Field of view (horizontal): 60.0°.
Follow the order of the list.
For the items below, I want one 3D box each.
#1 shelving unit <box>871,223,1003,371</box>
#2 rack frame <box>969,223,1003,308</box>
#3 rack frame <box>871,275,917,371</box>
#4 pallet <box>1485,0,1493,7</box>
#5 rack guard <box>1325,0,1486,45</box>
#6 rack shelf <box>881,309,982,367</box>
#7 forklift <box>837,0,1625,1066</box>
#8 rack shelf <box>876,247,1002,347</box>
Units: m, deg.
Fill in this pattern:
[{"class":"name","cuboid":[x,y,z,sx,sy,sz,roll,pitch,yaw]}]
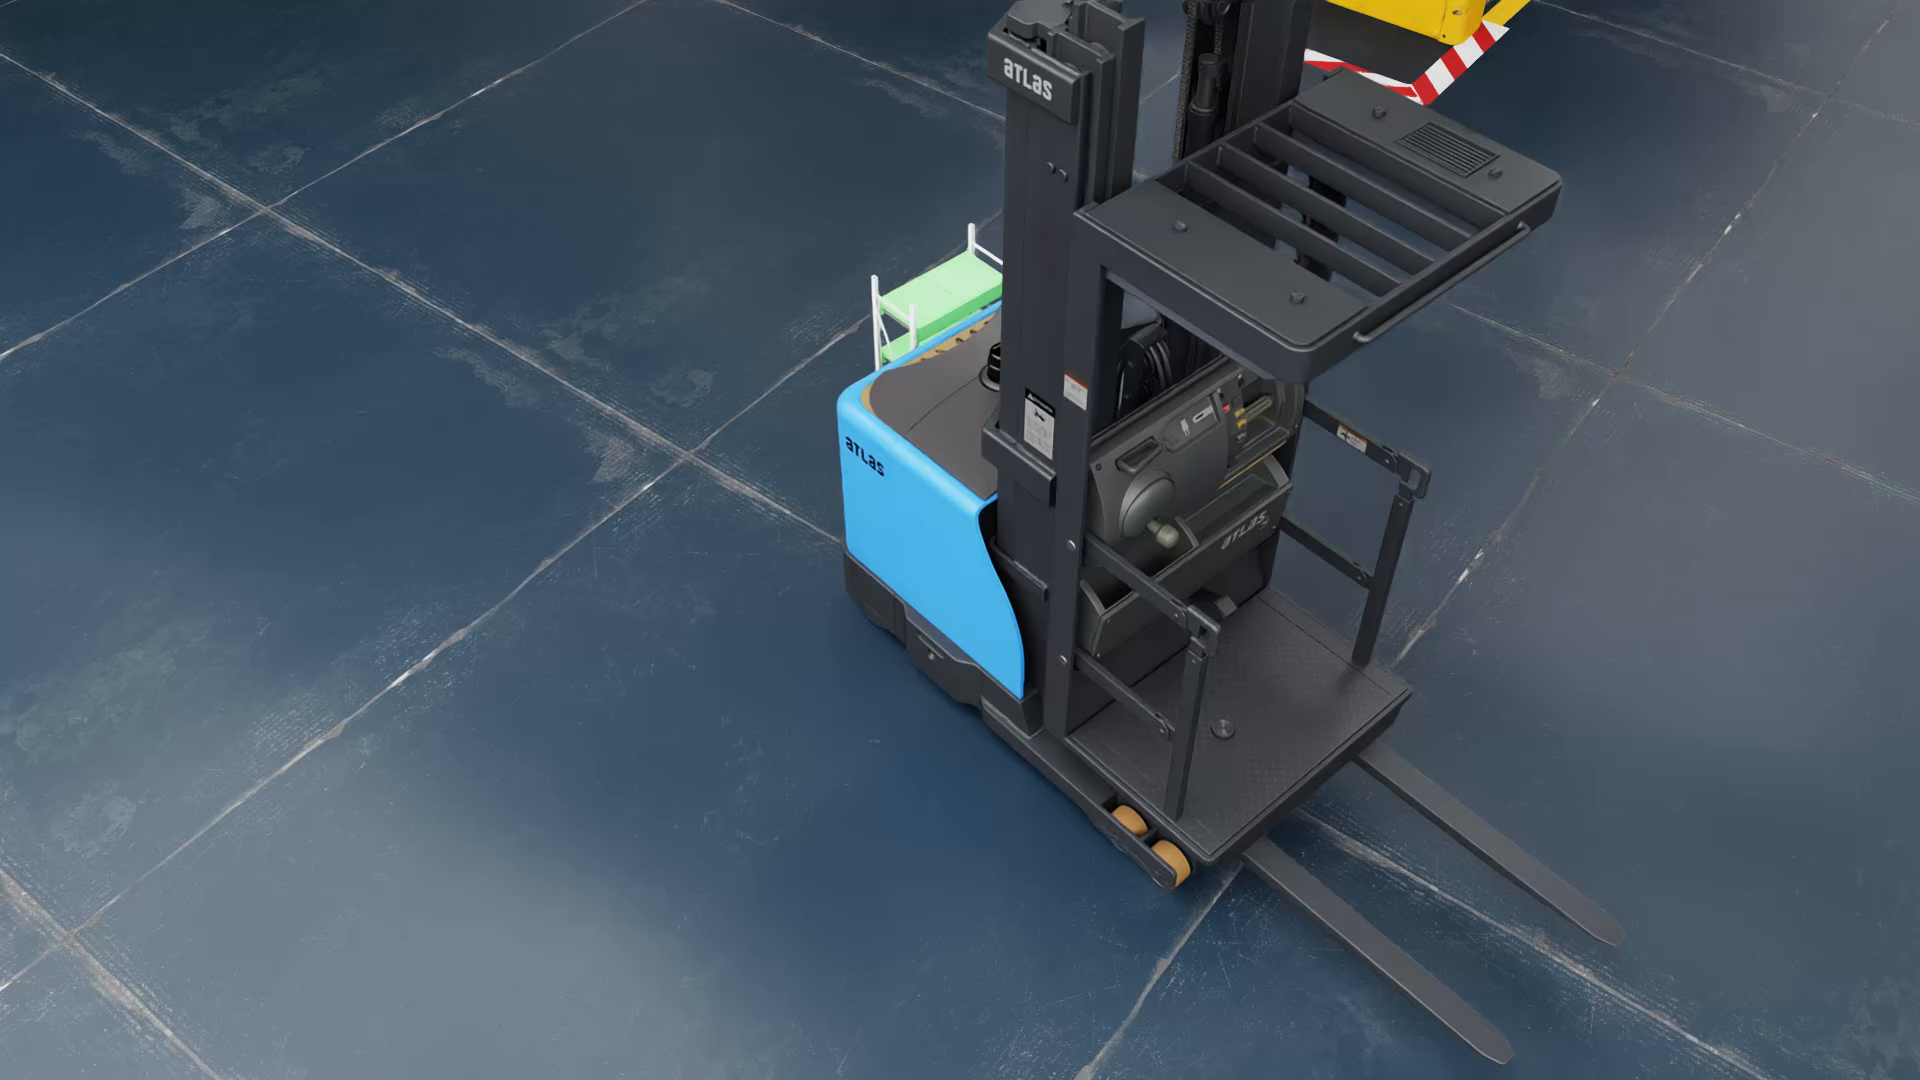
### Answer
[{"class":"shelving unit","cuboid":[-0.063,-0.624,6.681,0.503,1.200,0.258,-33,55,-27]},{"class":"rack frame","cuboid":[0.119,-0.742,6.793,0.015,1.200,0.240,-33,55,-27]},{"class":"rack frame","cuboid":[-0.245,-0.506,6.569,0.015,1.200,0.240,-33,55,-27]},{"class":"pallet","cuboid":[3.029,-3.747,10.348,1.003,0.211,1.213,29,53,25]},{"class":"rack guard","cuboid":[2.528,-3.384,9.802,1.175,0.500,0.348,29,53,25]},{"class":"rack shelf","cuboid":[-0.063,-0.746,6.554,0.480,0.148,0.258,-33,55,-27]},{"class":"forklift","cuboid":[0.899,-0.230,5.108,1.130,2.935,3.031,-33,55,-27]},{"class":"rack shelf","cuboid":[-0.063,-0.912,6.380,0.480,0.148,0.258,-33,55,-27]}]
